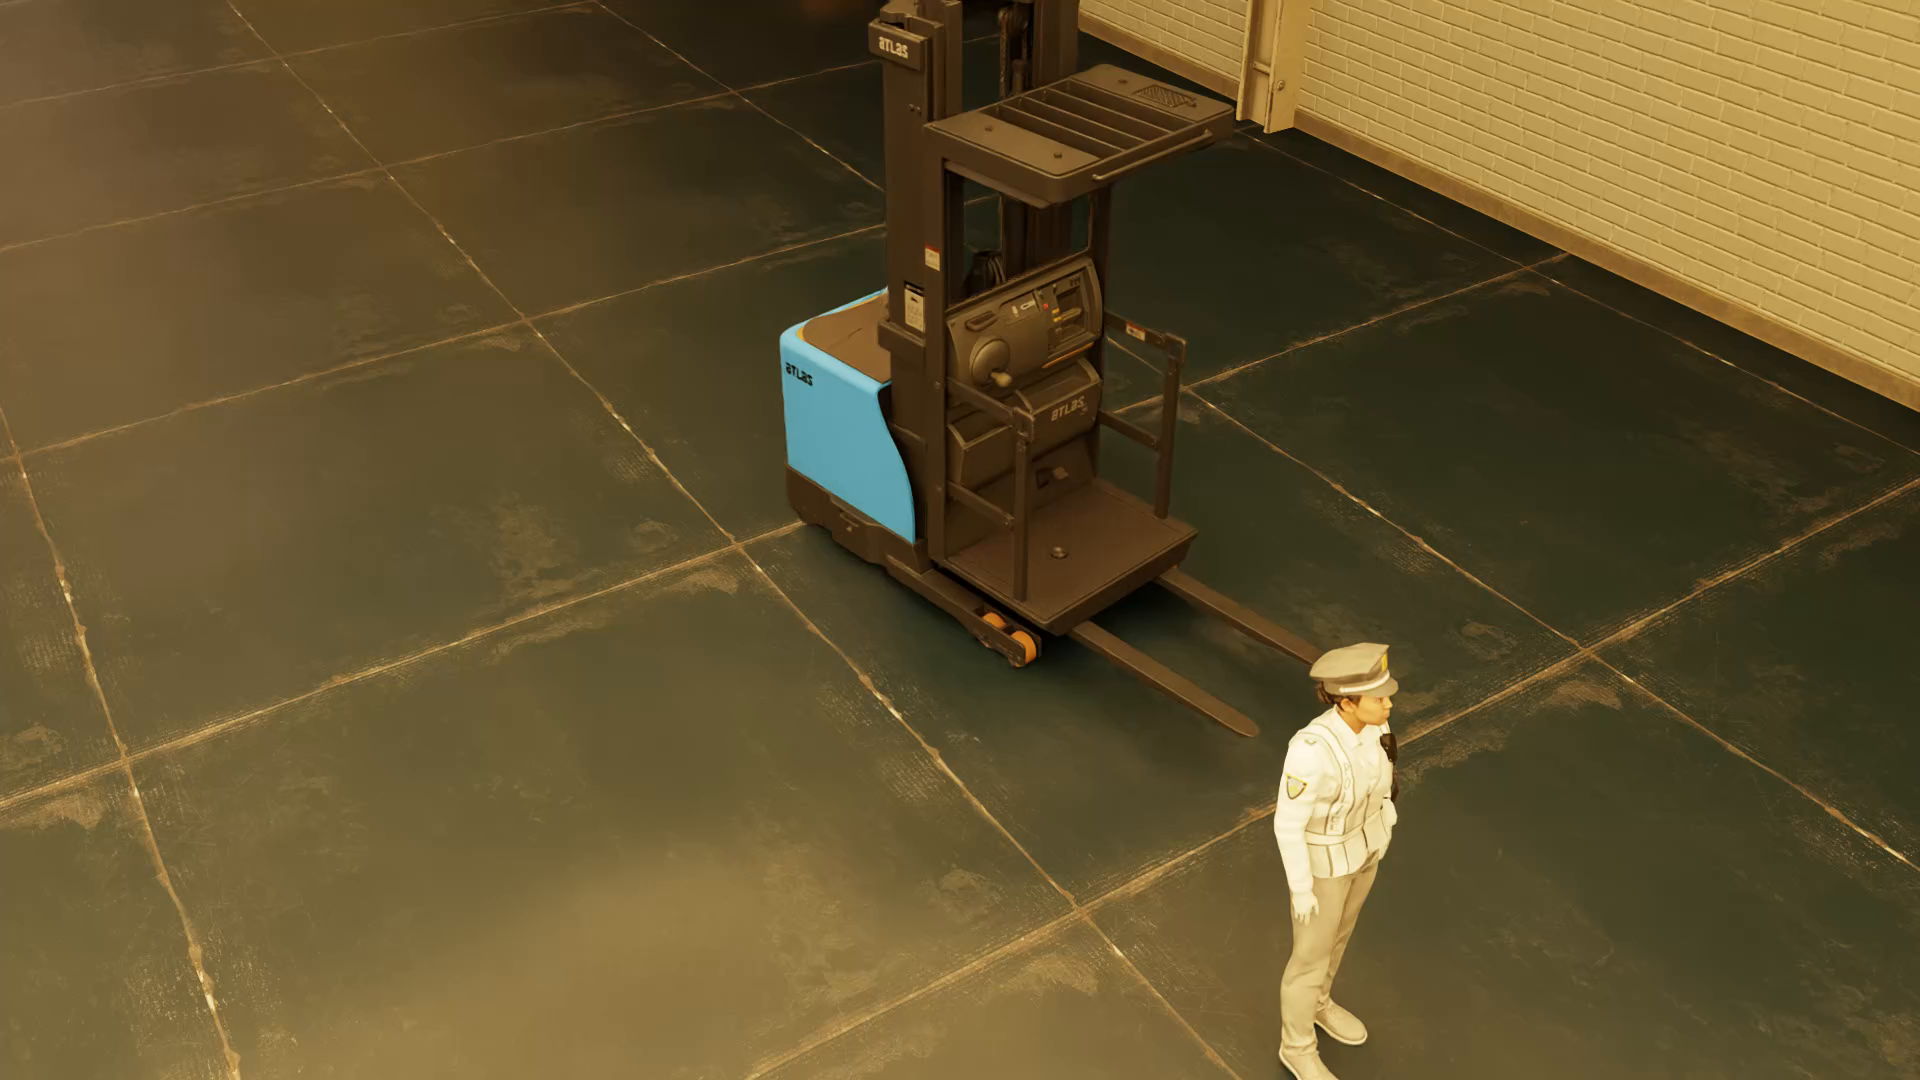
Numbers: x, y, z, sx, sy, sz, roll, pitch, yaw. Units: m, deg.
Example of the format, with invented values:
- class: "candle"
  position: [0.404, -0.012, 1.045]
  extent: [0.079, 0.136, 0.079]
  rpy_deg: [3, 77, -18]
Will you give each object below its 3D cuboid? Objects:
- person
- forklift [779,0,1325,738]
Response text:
- class: "person"
  position: [1.327, 1.097, 5.655]
  extent: [0.576, 1.700, 0.521]
  rpy_deg: [-29, 44, -35]
- class: "forklift"
  position: [0.452, -0.938, 7.482]
  extent: [1.130, 2.935, 3.031]
  rpy_deg: [-28, 44, -34]
